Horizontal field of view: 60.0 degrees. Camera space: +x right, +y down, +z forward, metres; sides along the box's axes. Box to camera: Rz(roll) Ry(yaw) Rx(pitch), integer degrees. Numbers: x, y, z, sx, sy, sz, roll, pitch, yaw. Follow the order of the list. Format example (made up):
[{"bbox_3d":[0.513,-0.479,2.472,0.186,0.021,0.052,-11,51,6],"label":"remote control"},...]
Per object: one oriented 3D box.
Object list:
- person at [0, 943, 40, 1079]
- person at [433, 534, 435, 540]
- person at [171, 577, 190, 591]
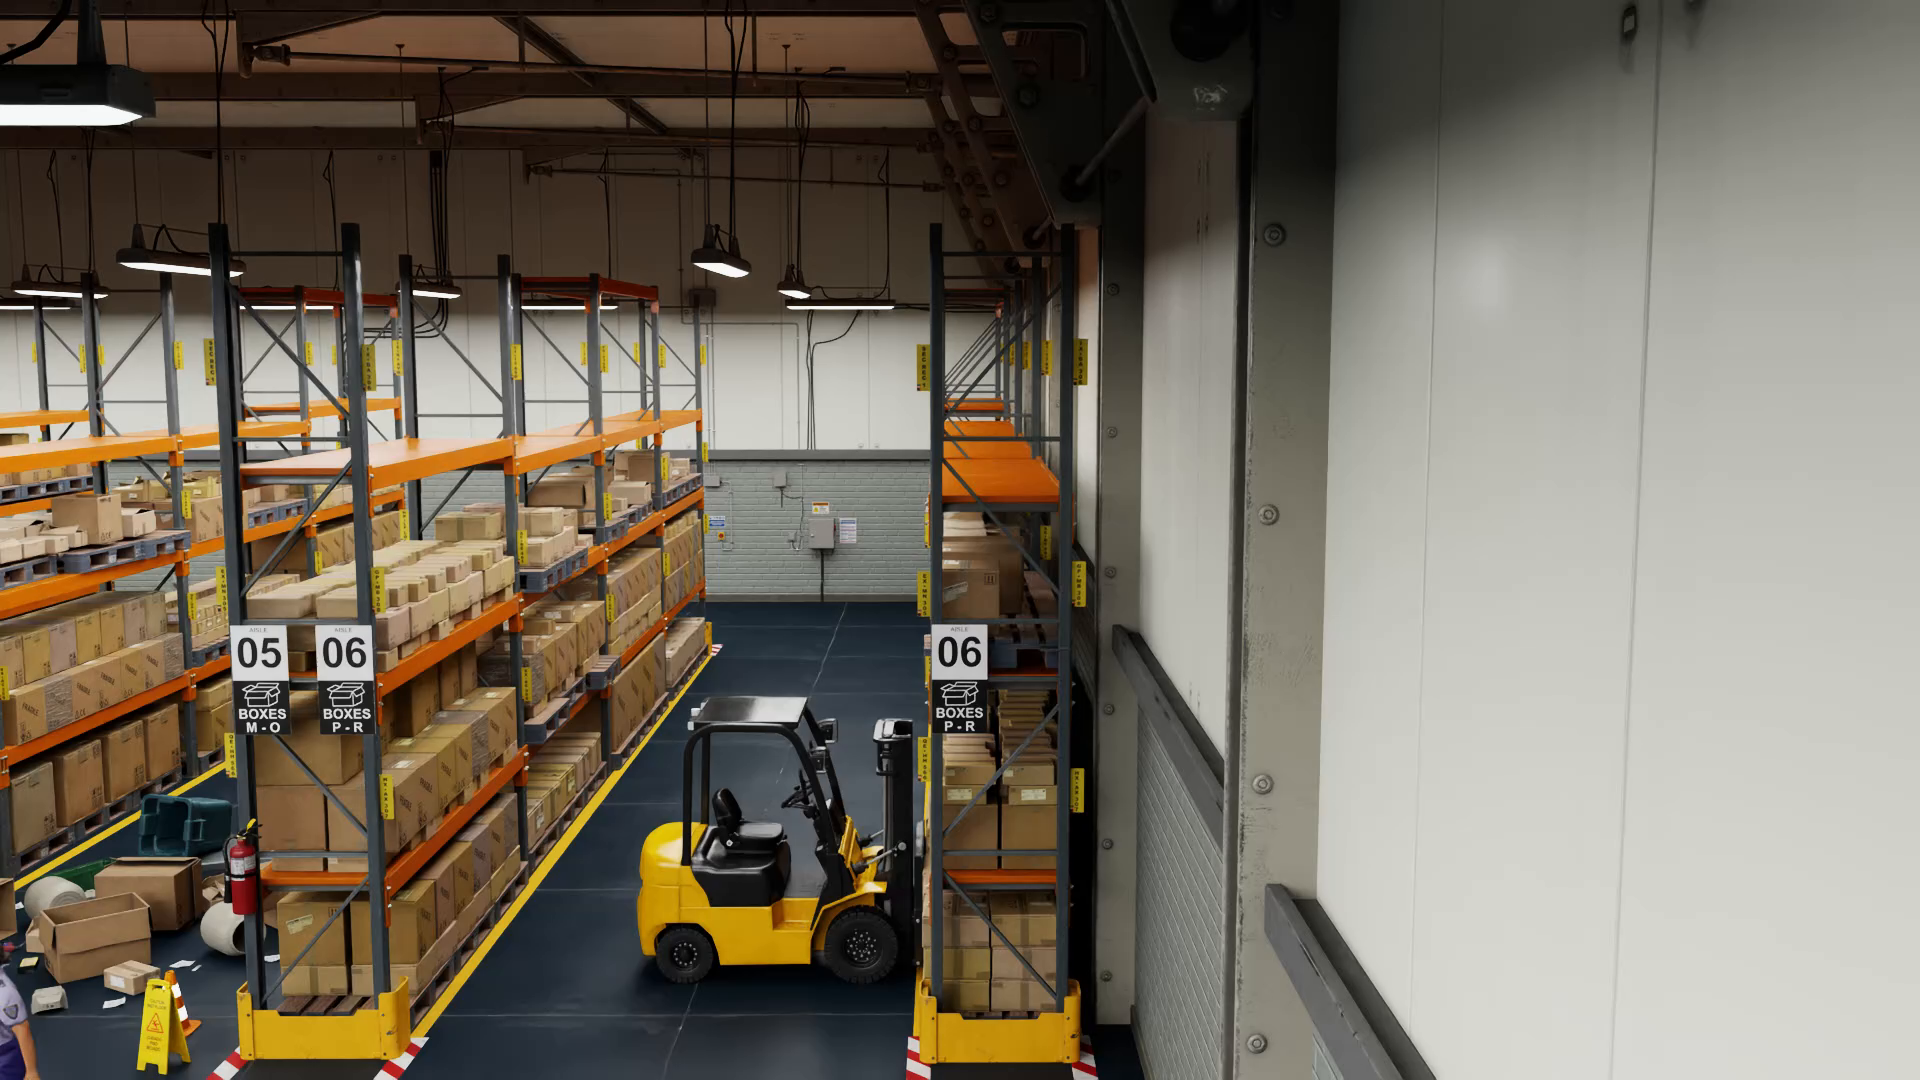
[{"bbox_3d":[-5.881,3.213,10.148,0.833,1.597,0.572,-4,8,-32],"label":"person"},{"bbox_3d":[-9.549,0.716,30.543,0.513,1.727,1.058,4,8,34],"label":"person"},{"bbox_3d":[-11.828,1.395,25.149,0.585,1.681,0.383,-2,7,-16],"label":"person"}]
